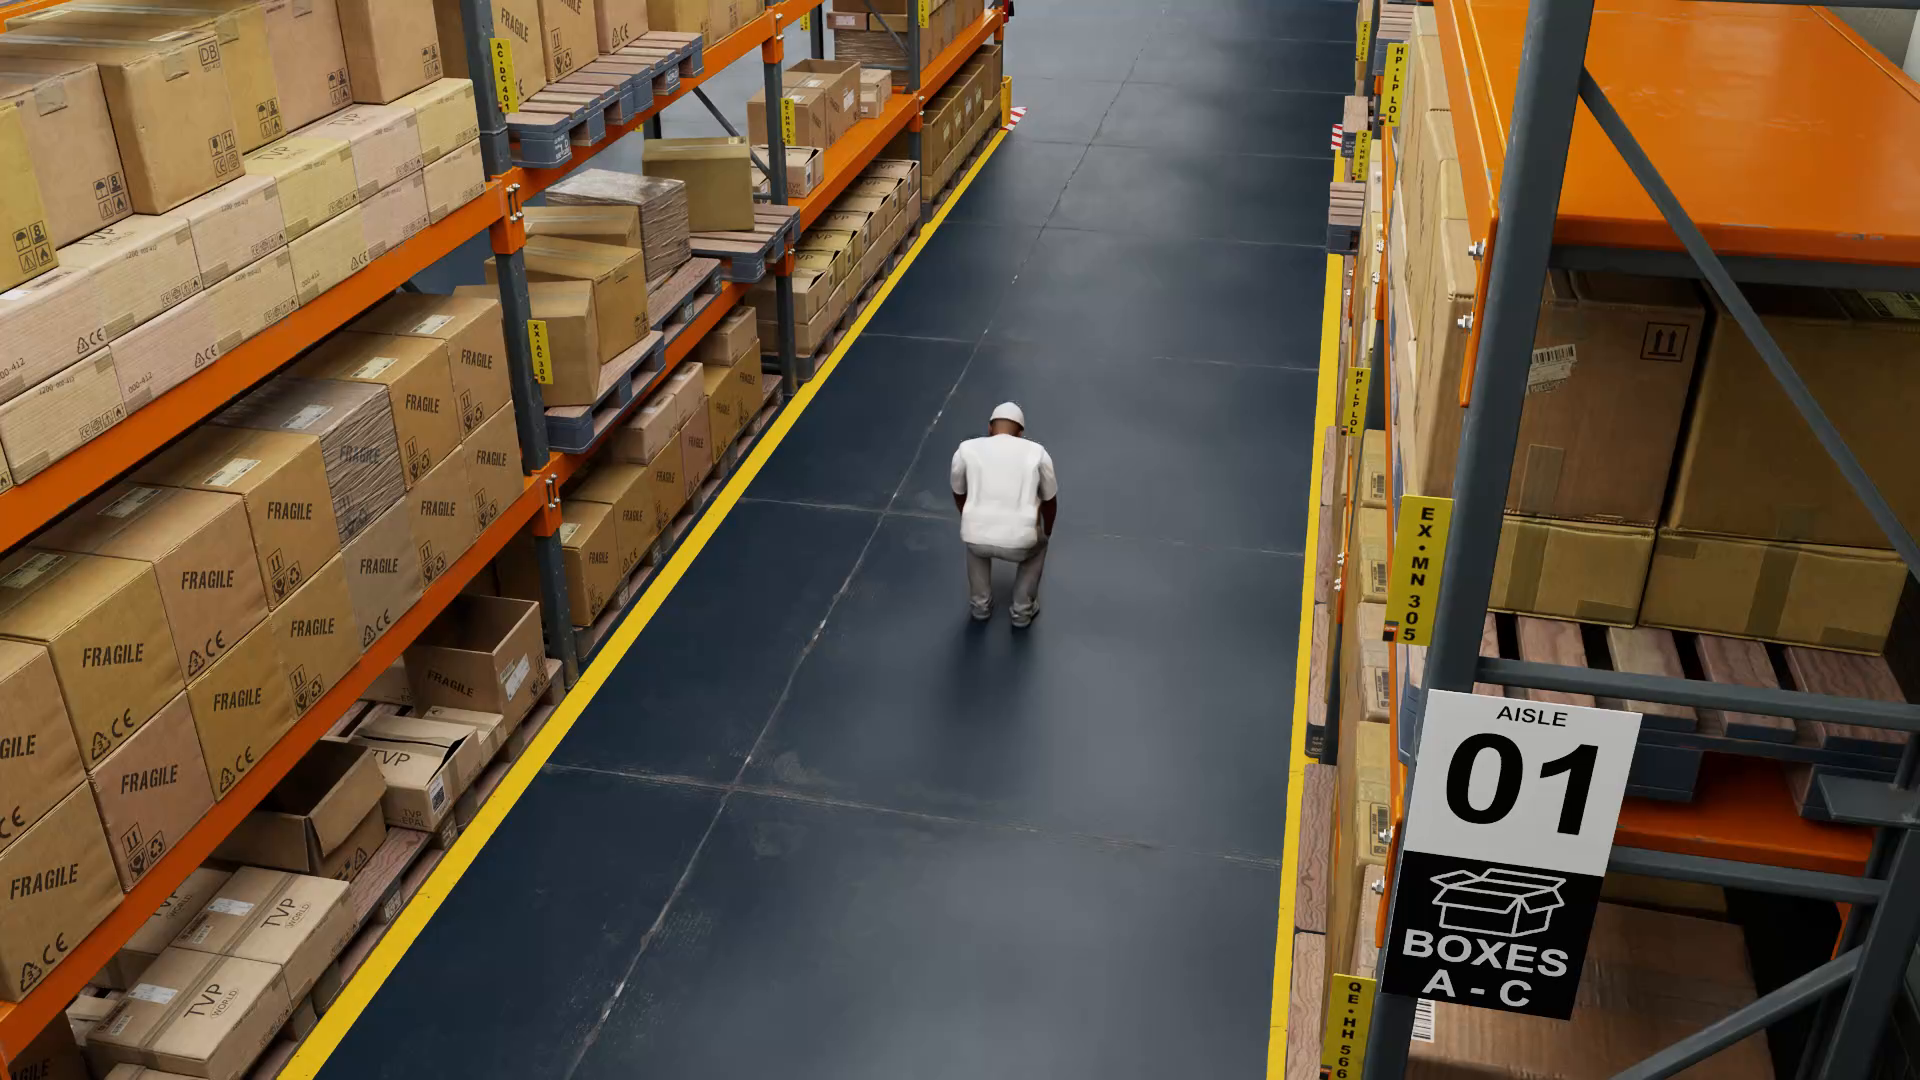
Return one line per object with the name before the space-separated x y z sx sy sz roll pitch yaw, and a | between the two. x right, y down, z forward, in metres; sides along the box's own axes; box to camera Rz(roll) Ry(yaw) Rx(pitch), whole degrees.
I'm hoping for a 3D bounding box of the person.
person | 0.219 -0.125 9.467 0.612 1.154 0.852 6 29 11
